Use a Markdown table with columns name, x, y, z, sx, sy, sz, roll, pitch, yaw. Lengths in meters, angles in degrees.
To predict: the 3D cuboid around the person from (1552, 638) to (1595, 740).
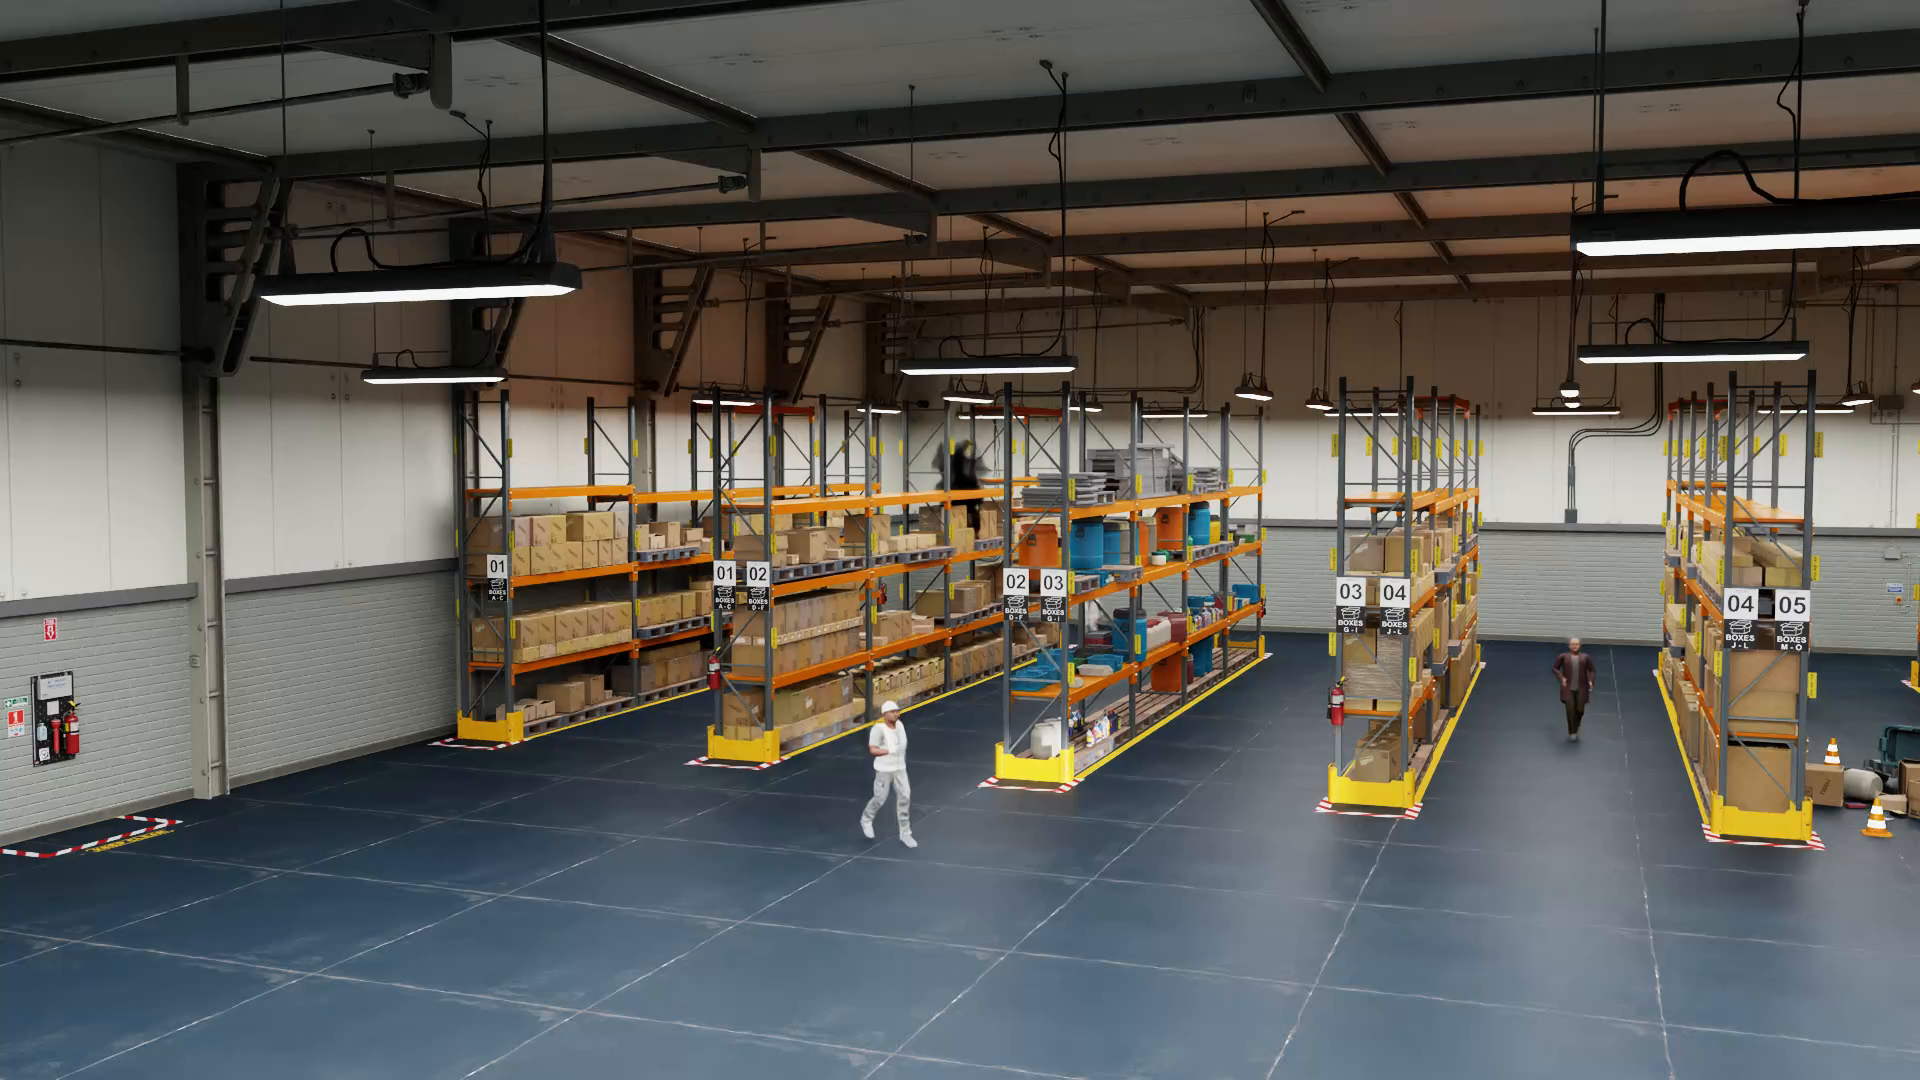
| name | x | y | z | sx | sy | sz | roll | pitch | yaw |
| --- | --- | --- | --- | --- | --- | --- | --- | --- | --- |
| person | 10.603 | 2.604 | 28.745 | 0.712 | 1.656 | 0.653 | 1 | 3 | 15 |

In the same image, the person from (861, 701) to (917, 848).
| name | x | y | z | sx | sy | sz | roll | pitch | yaw |
| --- | --- | --- | --- | --- | --- | --- | --- | --- | --- |
| person | -0.910 | 2.927 | 21.006 | 0.704 | 1.813 | 0.906 | -3 | 4 | -43 |

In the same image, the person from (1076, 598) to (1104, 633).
| name | x | y | z | sx | sy | sz | roll | pitch | yaw |
| --- | --- | --- | --- | --- | --- | --- | --- | --- | --- |
| person | 2.994 | 1.873 | 38.283 | 0.652 | 1.676 | 0.634 | 1 | 3 | 12 |
